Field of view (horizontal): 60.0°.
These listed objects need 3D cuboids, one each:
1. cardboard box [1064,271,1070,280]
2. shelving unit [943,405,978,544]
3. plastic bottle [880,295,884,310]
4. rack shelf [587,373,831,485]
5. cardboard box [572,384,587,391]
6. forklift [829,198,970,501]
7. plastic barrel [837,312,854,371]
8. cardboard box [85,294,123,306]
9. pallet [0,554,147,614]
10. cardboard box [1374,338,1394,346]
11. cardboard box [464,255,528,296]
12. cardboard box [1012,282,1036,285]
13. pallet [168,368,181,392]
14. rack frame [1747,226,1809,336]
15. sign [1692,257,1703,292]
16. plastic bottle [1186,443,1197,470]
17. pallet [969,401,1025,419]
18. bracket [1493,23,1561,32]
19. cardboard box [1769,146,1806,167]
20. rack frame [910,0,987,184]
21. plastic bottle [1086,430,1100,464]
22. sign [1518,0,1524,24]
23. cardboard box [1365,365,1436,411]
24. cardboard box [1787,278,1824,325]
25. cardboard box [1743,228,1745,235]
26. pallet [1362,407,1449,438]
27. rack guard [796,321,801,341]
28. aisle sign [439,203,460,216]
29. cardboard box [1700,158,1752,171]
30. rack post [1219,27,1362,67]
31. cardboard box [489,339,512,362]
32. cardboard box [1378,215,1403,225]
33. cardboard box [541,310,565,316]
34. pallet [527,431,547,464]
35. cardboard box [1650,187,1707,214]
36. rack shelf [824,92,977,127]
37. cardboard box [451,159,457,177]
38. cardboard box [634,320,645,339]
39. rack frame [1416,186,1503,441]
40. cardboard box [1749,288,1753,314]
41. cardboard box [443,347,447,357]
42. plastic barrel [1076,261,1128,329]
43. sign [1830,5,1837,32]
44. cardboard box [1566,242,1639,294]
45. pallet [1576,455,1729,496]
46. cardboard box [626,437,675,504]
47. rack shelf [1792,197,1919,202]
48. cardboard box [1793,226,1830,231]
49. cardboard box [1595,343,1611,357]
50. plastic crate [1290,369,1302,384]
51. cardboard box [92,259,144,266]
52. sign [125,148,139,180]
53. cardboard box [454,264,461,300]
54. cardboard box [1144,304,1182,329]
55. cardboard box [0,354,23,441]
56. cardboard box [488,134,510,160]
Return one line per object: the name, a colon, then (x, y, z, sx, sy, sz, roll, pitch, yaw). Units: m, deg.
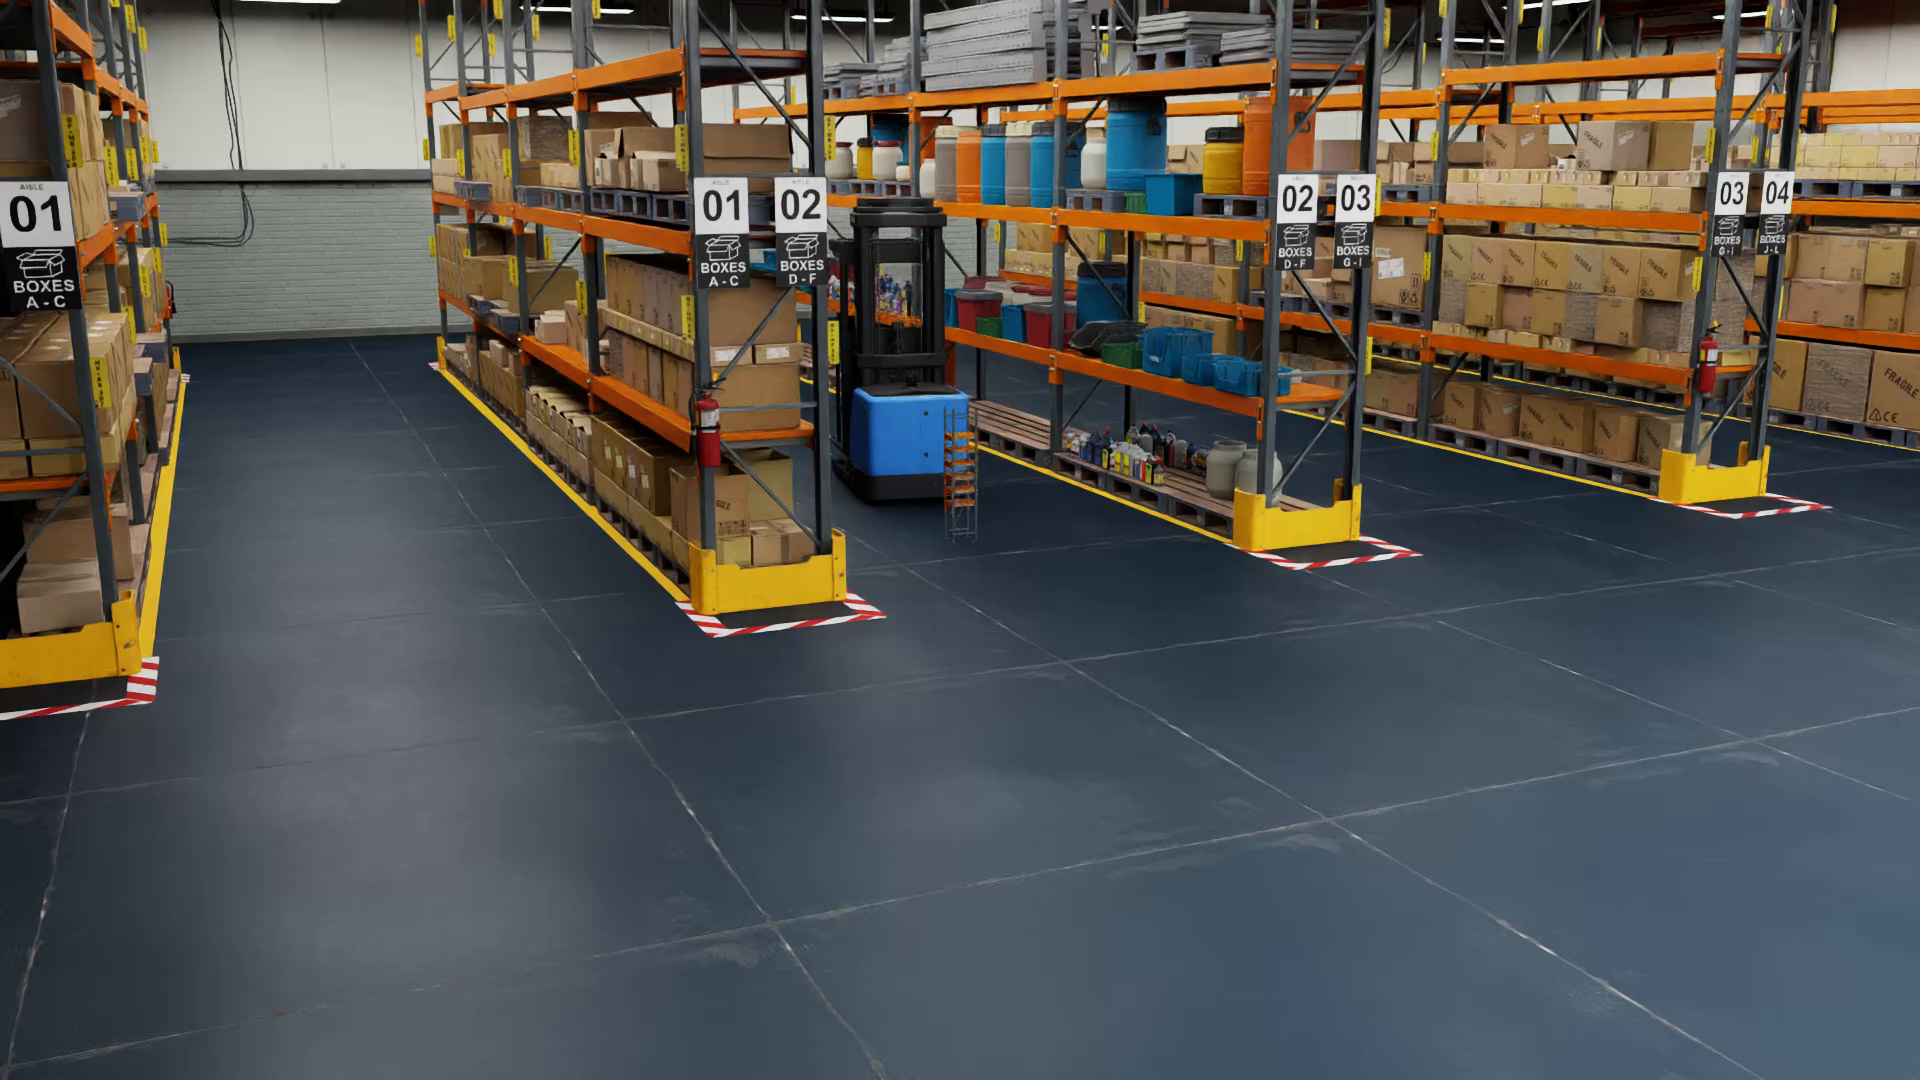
cardboard box: (1.962, -4.485, 28.151, 0.380, 0.149, 0.250, -5, 14, -22)
shelving unit: (0.006, -0.582, 14.722, 0.258, 1.200, 0.189, -6, 14, -23)
plastic bottle: (-1.048, -3.229, 22.611, 0.097, 0.201, 0.097, 0, 13, 0)
rack shelf: (-2.276, -1.050, 14.351, 1.077, 0.370, 4.000, -6, 14, -23)
cardboard box: (-4.244, -1.693, 19.454, 0.500, 0.311, 0.500, -5, 14, -21)
forklift: (-0.754, -2.103, 17.458, 1.130, 2.935, 3.031, -3, 13, -14)
plastic barrel: (-1.539, -2.982, 24.824, 0.600, 0.901, 0.708, -6, 14, -23)
cardboard box: (-8.500, -2.104, 16.110, 0.700, 0.500, 0.500, -6, 14, -23)
pallet: (-6.821, 0.381, 12.757, 1.003, 0.211, 1.213, -6, 14, -23)
cardboard box: (7.435, -3.598, 28.377, 0.500, 0.500, 0.500, -5, 14, -21)
cardboard box: (-6.297, -3.602, 22.628, 0.700, 0.500, 0.500, -12, 18, -42)
cardboard box: (1.524, -4.232, 30.283, 0.875, 0.875, 0.875, -6, 14, -23)
pallet: (-12.029, -2.328, 24.462, 1.003, 0.211, 1.213, -6, 14, -23)
rack frame: (13.479, -4.430, 27.357, 1.000, 3.000, 0.127, -6, 14, -23)
sign: (7.087, -2.554, 15.983, 0.100, 0.325, 0.005, -6, 14, -23)
plastic bottle: (2.366, -0.856, 16.989, 0.097, 0.271, 0.097, 0, 13, 0)
pallet: (0.135, -1.565, 21.164, 1.003, 0.211, 1.213, -6, 14, -23)
bracket: (12.956, -12.477, 40.841, 0.076, 0.066, 5.218, -6, 14, -23)
cardboard box: (10.526, -4.795, 20.805, 0.500, 0.250, 0.500, -6, 14, -23)
rack frame: (-0.139, -6.010, 20.880, 1.000, 3.000, 0.127, -6, 14, -23)
plastic bottle: (1.406, -0.980, 17.352, 0.144, 0.351, 0.185, -5, 14, -21)
sign: (6.506, -6.170, 19.323, 0.100, 0.325, 0.005, -6, 14, -23)
cardboard box: (5.601, -1.934, 21.140, 0.700, 0.500, 0.500, -6, 14, -23)
cardboard box: (10.986, -3.022, 20.940, 0.875, 0.550, 0.550, -6, 14, -23)
cardboard box: (13.032, -5.049, 27.592, 0.500, 0.500, 0.500, -6, 14, -24)
pallet: (5.688, -1.510, 20.927, 1.003, 0.211, 1.213, -6, 14, -23)
rack guard: (-3.365, -3.526, 28.996, 1.175, 0.500, 0.348, -6, 14, -23)
aisle sign: (-8.180, -5.547, 26.421, 0.394, 0.787, 0.004, -6, 14, -23)
cardboard box: (10.157, -4.908, 21.952, 0.500, 0.250, 0.500, -5, 14, -22)
rack post: (2.879, -4.281, 14.519, 0.937, 0.300, 0.954, -4, 14, -17)
cardboard box: (-5.911, -2.500, 21.925, 0.500, 0.250, 0.500, -6, 14, -23)
cardboard box: (7.424, -5.584, 29.246, 0.500, 0.500, 0.500, -5, 14, -22)
cardboard box: (-4.574, -2.518, 19.295, 0.500, 0.311, 0.500, -5, 14, -19)
pallet: (-4.385, -1.108, 19.191, 1.003, 0.211, 1.213, -6, 14, -23)
cardboard box: (7.178, -3.347, 16.358, 0.500, 0.250, 0.500, -5, 14, -22)
rack shelf: (-0.941, -5.878, 22.791, 1.077, 0.370, 4.000, -6, 14, -23)
cardboard box: (-6.923, -5.278, 23.595, 0.500, 0.250, 0.500, -6, 14, -23)
cardboard box: (-2.627, -1.840, 14.507, 0.380, 0.149, 0.250, -6, 14, -25)
rack frame: (6.001, -2.708, 19.918, 1.000, 3.000, 0.127, -6, 14, -23)
cardboard box: (10.622, -3.317, 22.327, 0.500, 0.500, 0.500, -5, 14, -22)
cardboard box: (-8.031, -3.001, 26.532, 0.380, 0.149, 0.250, -6, 14, -23)
plastic barrel: (1.586, -2.612, 18.392, 0.600, 0.901, 0.708, -6, 14, -23)
sign: (11.105, -6.635, 21.159, 0.100, 0.325, 0.005, -6, 14, -23)
cardboard box: (6.753, -2.860, 17.476, 0.500, 0.500, 0.500, -6, 14, -23)
pallet: (7.280, -0.710, 17.469, 1.003, 0.211, 1.213, -6, 14, -23)
cardboard box: (-2.575, -0.611, 14.360, 0.500, 0.500, 0.500, -6, 14, -23)
rack shelf: (14.280, -5.127, 25.314, 1.077, 0.370, 4.000, -6, 14, -23)
cardboard box: (16.412, -5.838, 32.290, 0.700, 0.500, 0.500, -5, 14, -22)
cardboard box: (6.905, -2.007, 17.445, 0.380, 0.149, 0.250, -6, 14, -23)
plastic crate: (3.002, -1.520, 15.369, 0.298, 0.136, 0.250, -6, 14, -23)
cardboard box: (-9.378, -2.989, 18.544, 0.500, 0.250, 0.500, -6, 14, -24)
sign: (-8.719, -3.954, 17.503, 0.100, 0.325, 0.005, -6, 14, -23)
cardboard box: (-7.133, -3.808, 24.449, 0.500, 0.500, 0.500, -5, 14, -22)
cardboard box: (3.430, -3.215, 25.891, 1.225, 0.875, 0.875, -6, 14, -25)
cardboard box: (-6.396, -0.920, 10.816, 0.500, 0.500, 0.500, -6, 14, -24)
cardboard box: (-5.611, -4.844, 21.121, 0.600, 0.600, 0.600, -6, 14, -25)
